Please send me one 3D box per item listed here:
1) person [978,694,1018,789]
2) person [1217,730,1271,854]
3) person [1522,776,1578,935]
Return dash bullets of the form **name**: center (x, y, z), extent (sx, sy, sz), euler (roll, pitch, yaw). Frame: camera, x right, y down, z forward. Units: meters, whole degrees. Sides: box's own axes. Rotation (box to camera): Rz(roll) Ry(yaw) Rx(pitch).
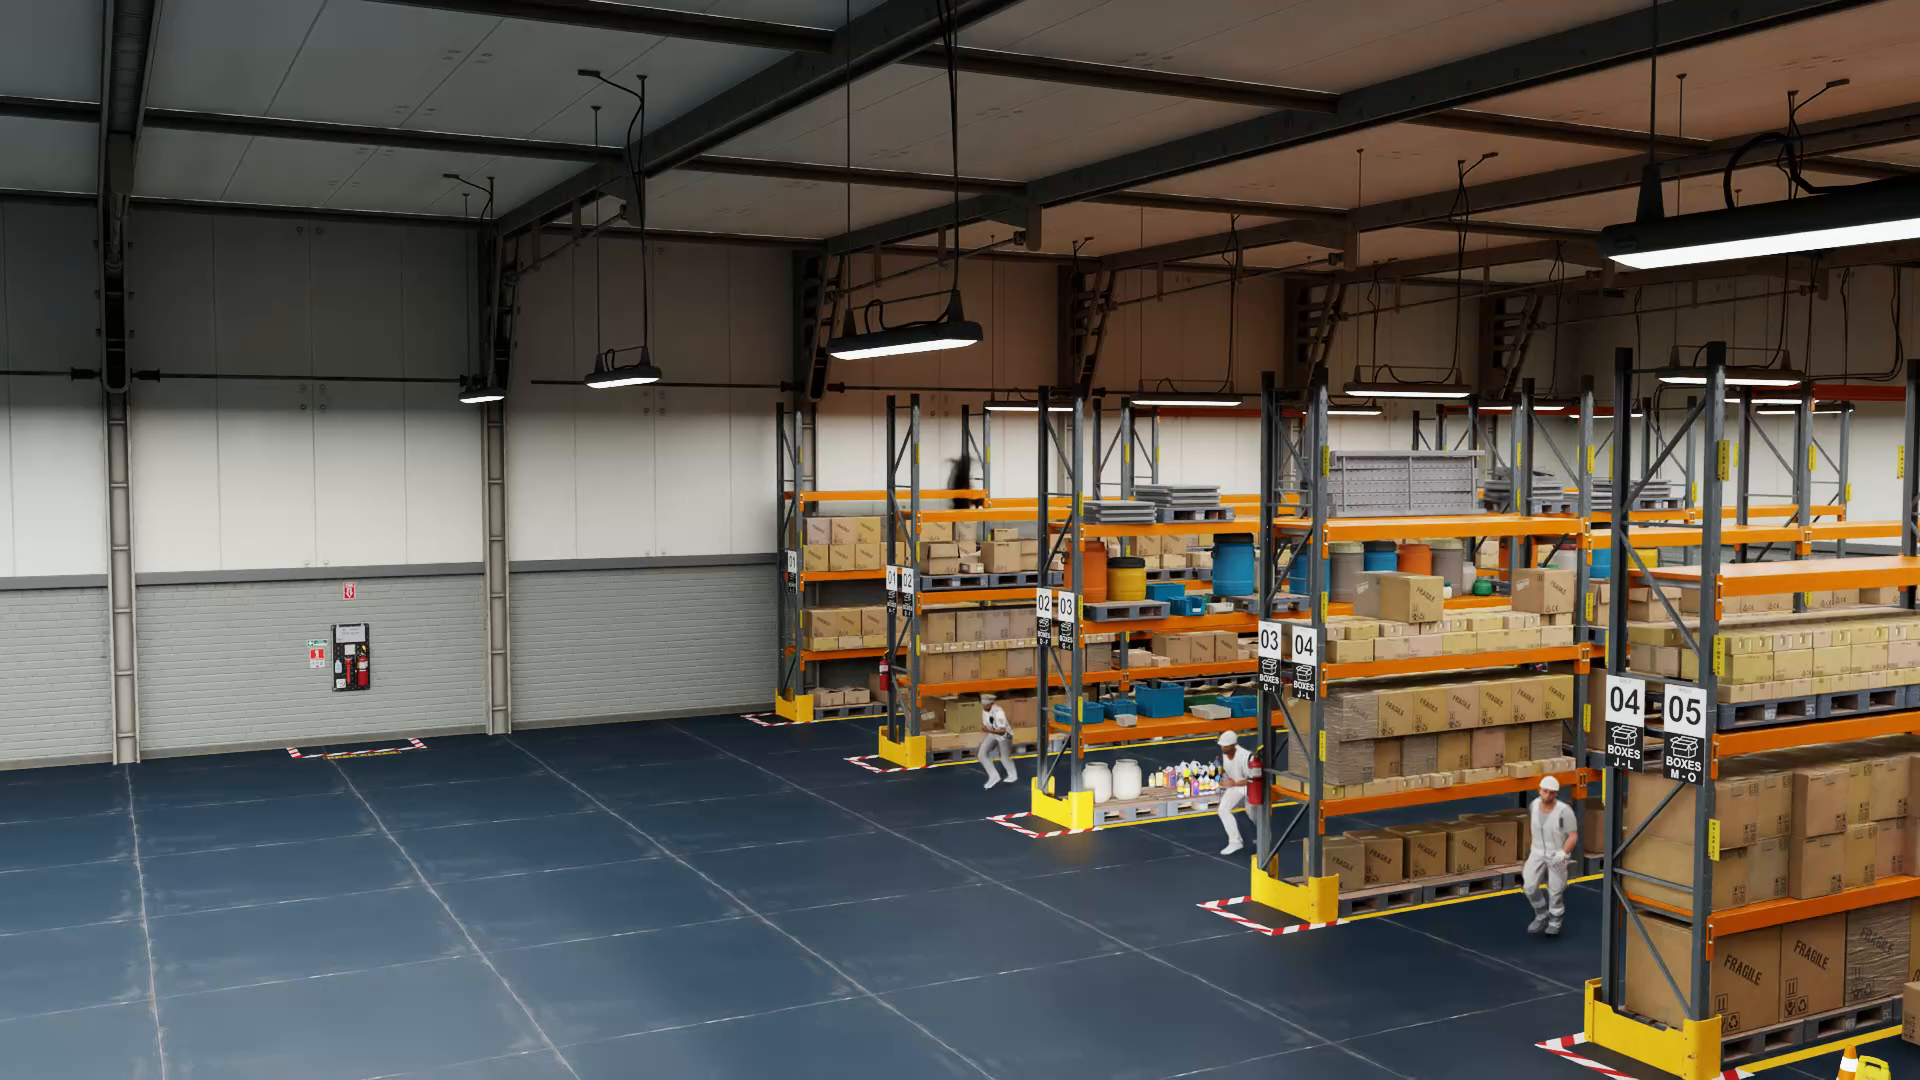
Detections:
- **person**: center (0.577, 3.006, 25.016), extent (0.585, 1.457, 1.050), euler (3, 4, 40)
- **person**: center (3.609, 3.156, 21.049), extent (1.105, 1.583, 0.707), euler (-3, 4, -38)
- **person**: center (6.117, 3.298, 17.286), extent (0.632, 1.726, 0.802), euler (3, 4, 39)
